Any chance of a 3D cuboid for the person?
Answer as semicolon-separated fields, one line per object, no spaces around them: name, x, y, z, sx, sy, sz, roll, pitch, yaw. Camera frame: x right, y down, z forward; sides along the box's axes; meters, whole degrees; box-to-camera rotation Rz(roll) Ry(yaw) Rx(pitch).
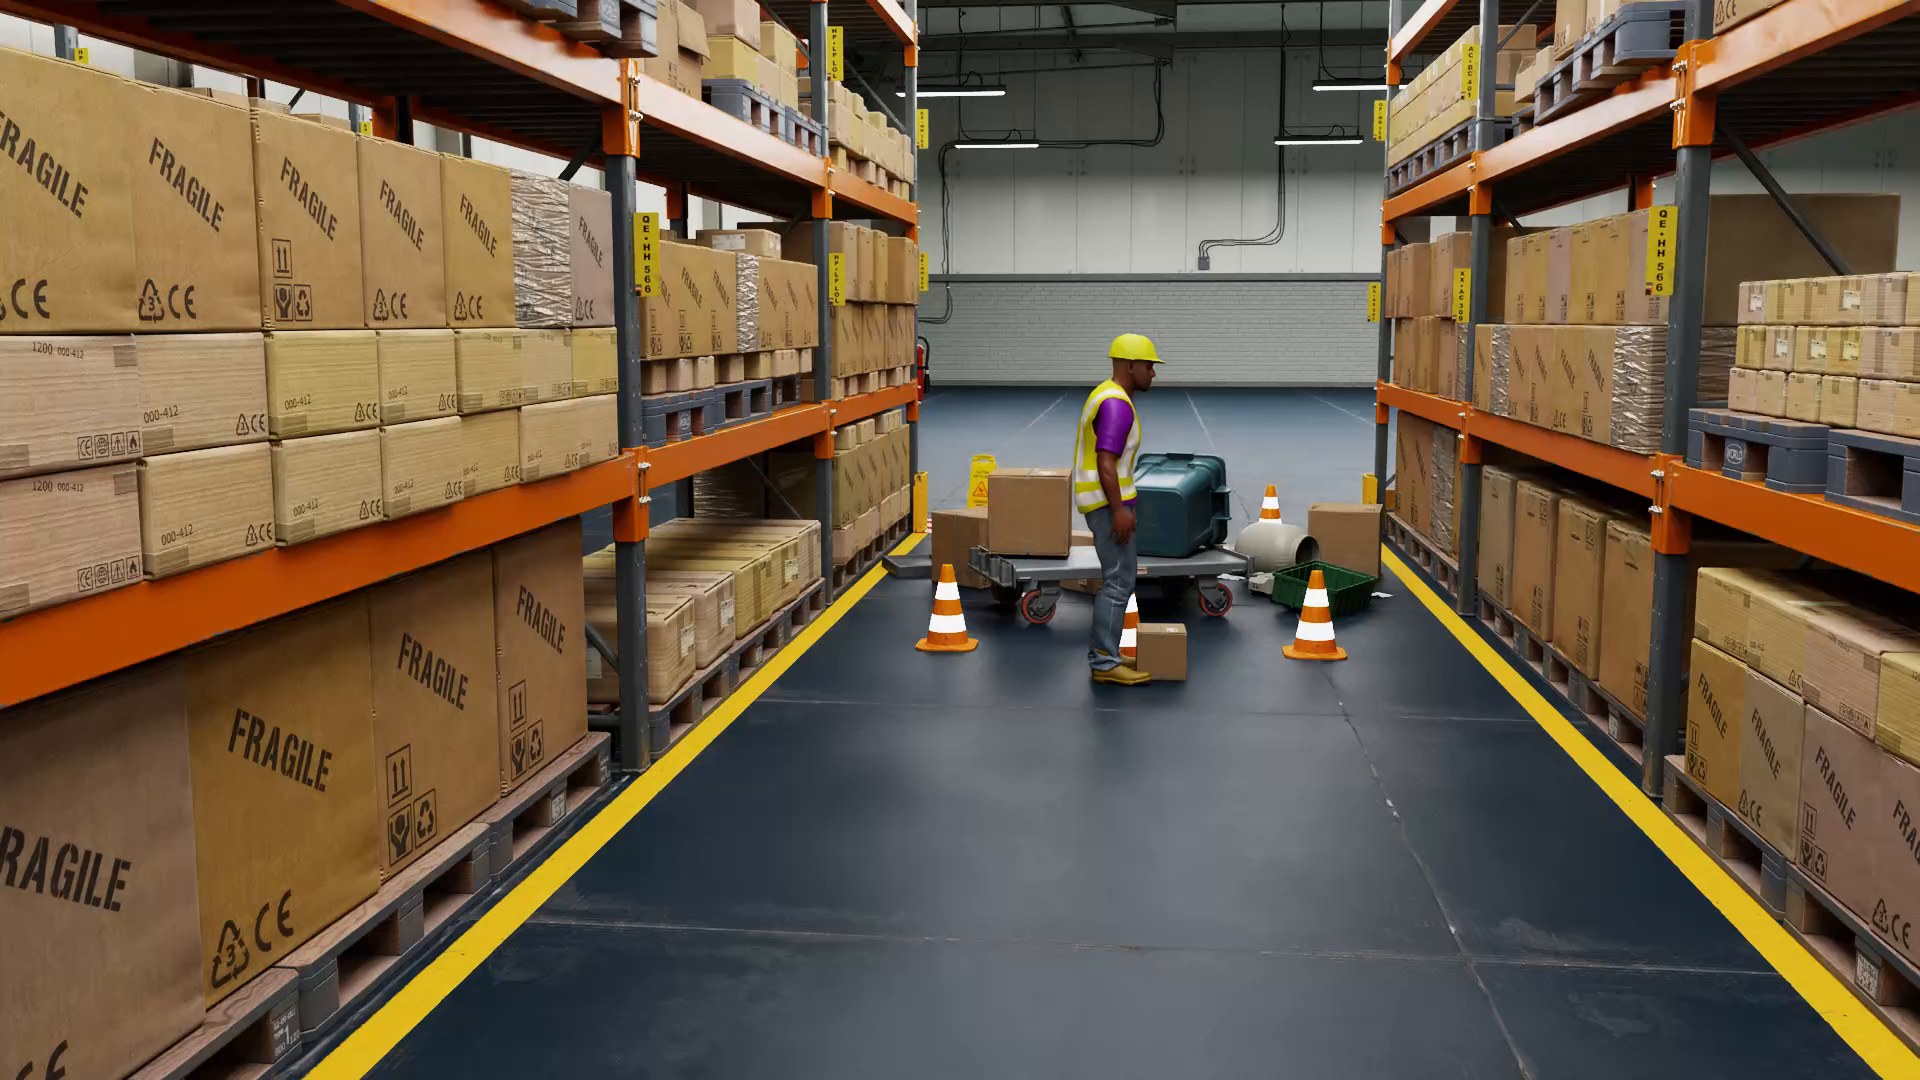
person;0.810;-0.171;8.512;0.457;1.761;0.628;1;8;7
